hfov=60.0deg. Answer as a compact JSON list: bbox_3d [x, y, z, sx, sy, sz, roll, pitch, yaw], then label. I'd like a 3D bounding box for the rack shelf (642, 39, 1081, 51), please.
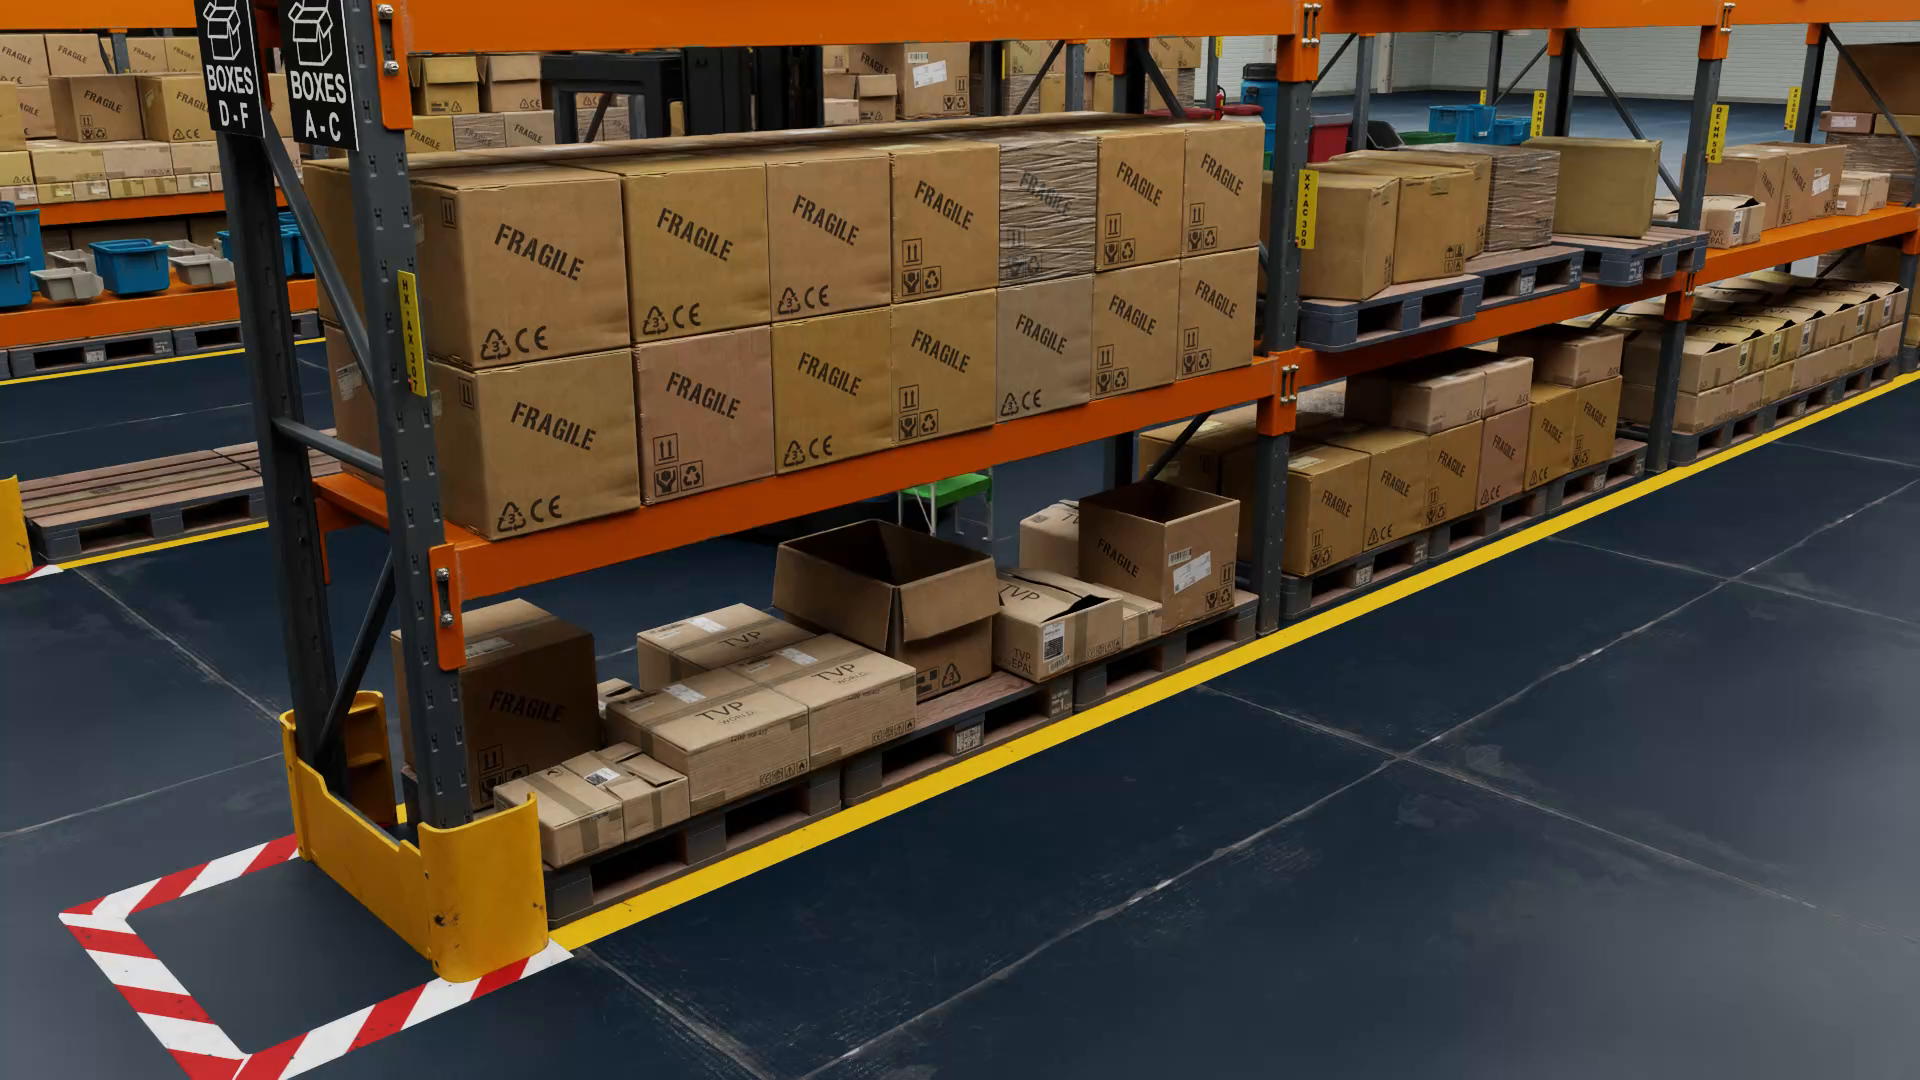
[{"bbox_3d":[-0.866,-3.722,11.905,4.000,0.370,1.077,-16,24,-41],"label":"rack shelf"}]

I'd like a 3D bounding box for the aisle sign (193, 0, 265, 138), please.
[{"bbox_3d":[-2.085,-1.546,4.676,0.004,0.787,0.394,-16,24,-41],"label":"aisle sign"}]

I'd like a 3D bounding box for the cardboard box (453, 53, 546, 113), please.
[{"bbox_3d":[-4.316,-4.264,15.484,0.637,0.503,0.797,-15,23,-39],"label":"cardboard box"}]

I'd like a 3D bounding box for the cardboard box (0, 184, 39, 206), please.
[{"bbox_3d":[-7.211,-2.631,12.644,0.250,0.149,0.380,-17,24,-41],"label":"cardboard box"}]

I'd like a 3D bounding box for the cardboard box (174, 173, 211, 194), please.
[{"bbox_3d":[-6.279,-2.903,13.482,0.250,0.149,0.380,-16,24,-40],"label":"cardboard box"}]

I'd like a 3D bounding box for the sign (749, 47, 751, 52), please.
[{"bbox_3d":[-2.863,-6.546,22.561,0.005,0.325,0.100,-16,24,-41],"label":"sign"}]

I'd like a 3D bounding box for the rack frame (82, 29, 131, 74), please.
[{"bbox_3d":[-9.056,-4.457,17.867,0.127,3.000,1.000,-16,24,-41],"label":"rack frame"}]

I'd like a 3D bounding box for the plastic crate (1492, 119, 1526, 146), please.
[{"bbox_3d":[5.767,-4.377,17.861,0.408,0.251,0.499,-16,24,-41],"label":"plastic crate"}]

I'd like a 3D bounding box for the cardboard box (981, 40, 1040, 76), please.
[{"bbox_3d":[0.593,-5.722,19.504,0.500,0.500,0.500,-16,24,-41],"label":"cardboard box"}]

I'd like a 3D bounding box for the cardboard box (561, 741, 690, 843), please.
[{"bbox_3d":[-1.103,0.818,5.478,0.250,0.166,0.380,-16,24,-41],"label":"cardboard box"}]

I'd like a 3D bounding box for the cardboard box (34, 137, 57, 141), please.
[{"bbox_3d":[-9.450,-4.102,17.181,0.250,0.149,0.380,-15,23,-39],"label":"cardboard box"}]

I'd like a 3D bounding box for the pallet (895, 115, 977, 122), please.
[{"bbox_3d":[-0.564,-4.799,19.232,1.213,0.211,1.003,-16,24,-41],"label":"pallet"}]

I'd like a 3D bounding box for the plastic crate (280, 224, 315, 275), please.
[{"bbox_3d":[-3.645,-1.636,9.343,0.300,0.233,0.416,-16,24,-41],"label":"plastic crate"}]

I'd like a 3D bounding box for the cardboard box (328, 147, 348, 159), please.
[{"bbox_3d":[-5.216,-3.413,14.486,0.500,0.500,0.500,-16,24,-41],"label":"cardboard box"}]

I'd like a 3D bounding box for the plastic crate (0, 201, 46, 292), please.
[{"bbox_3d":[-5.110,-1.525,8.669,0.499,0.435,0.616,-16,24,-41],"label":"plastic crate"}]

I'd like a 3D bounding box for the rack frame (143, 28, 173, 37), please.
[{"bbox_3d":[-13.037,-7.504,27.266,0.127,3.000,1.000,-16,24,-41],"label":"rack frame"}]

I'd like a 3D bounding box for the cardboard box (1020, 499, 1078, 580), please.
[{"bbox_3d":[0.628,0.007,7.746,0.500,0.311,0.500,-16,24,-41],"label":"cardboard box"}]

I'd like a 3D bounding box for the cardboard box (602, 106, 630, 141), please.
[{"bbox_3d":[-3.370,-3.955,16.156,0.500,0.500,0.500,-17,24,-41],"label":"cardboard box"}]

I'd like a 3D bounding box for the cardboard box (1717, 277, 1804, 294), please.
[{"bbox_3d":[6.056,-1.820,12.603,0.500,0.311,0.500,-17,24,-41],"label":"cardboard box"}]

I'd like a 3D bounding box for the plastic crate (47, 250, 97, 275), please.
[{"bbox_3d":[-4.757,-1.483,9.025,0.243,0.136,0.396,-16,24,-41],"label":"plastic crate"}]

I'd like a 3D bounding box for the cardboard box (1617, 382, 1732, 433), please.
[{"bbox_3d":[4.570,-0.888,10.636,0.500,0.250,0.500,-16,24,-41],"label":"cardboard box"}]

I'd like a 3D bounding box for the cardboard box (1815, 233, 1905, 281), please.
[{"bbox_3d":[7.453,-2.297,13.769,0.500,0.500,0.500,-16,24,-41],"label":"cardboard box"}]

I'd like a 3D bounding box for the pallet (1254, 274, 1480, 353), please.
[{"bbox_3d":[1.737,-1.157,8.000,1.213,0.211,1.003,-16,24,-41],"label":"pallet"}]

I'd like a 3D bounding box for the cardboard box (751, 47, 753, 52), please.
[{"bbox_3d":[-2.952,-6.808,23.124,0.550,0.550,0.875,-16,24,-41],"label":"cardboard box"}]

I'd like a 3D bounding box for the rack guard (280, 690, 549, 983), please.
[{"bbox_3d":[-1.770,0.917,5.345,0.348,0.500,1.175,-16,24,-41],"label":"rack guard"}]

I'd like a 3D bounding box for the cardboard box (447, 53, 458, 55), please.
[{"bbox_3d":[-7.634,-7.266,25.207,0.500,0.500,0.500,-15,23,-39],"label":"cardboard box"}]

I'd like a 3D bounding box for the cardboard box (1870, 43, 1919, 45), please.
[{"bbox_3d":[7.579,-3.666,13.162,0.500,0.500,0.700,-16,24,-41],"label":"cardboard box"}]

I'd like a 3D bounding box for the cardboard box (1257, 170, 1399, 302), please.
[{"bbox_3d":[1.579,-1.401,7.598,0.700,0.500,0.500,9,20,26],"label":"cardboard box"}]

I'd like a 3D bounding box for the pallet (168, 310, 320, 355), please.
[{"bbox_3d":[-6.328,-1.854,14.360,1.213,0.211,1.003,-16,24,-41],"label":"pallet"}]

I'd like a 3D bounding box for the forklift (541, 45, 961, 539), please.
[{"bbox_3d":[-1.552,-1.623,9.239,3.031,2.935,1.130,8,20,24],"label":"forklift"}]

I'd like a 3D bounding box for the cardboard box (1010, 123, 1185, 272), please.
[{"bbox_3d":[0.522,-1.352,6.508,0.500,0.500,0.500,-17,24,-42],"label":"cardboard box"}]

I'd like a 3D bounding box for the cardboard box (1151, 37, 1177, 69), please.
[{"bbox_3d":[2.408,-6.252,21.139,0.500,0.500,0.500,-16,24,-41],"label":"cardboard box"}]

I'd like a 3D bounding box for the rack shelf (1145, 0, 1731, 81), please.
[{"bbox_3d":[2.535,-2.612,8.479,4.000,0.370,1.077,-16,24,-41],"label":"rack shelf"}]

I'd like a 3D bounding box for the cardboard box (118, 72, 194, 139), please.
[{"bbox_3d":[-6.609,-3.604,13.782,0.500,0.500,0.500,-16,24,-41],"label":"cardboard box"}]

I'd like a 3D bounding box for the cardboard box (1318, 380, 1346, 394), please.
[{"bbox_3d":[2.341,-0.609,9.340,0.500,0.500,0.500,17,25,42],"label":"cardboard box"}]

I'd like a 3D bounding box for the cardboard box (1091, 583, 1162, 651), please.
[{"bbox_3d":[0.631,0.321,7.040,0.250,0.149,0.380,-16,24,-41],"label":"cardboard box"}]

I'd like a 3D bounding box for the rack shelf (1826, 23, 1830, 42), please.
[{"bbox_3d":[8.348,-4.307,13.707,4.000,0.370,1.077,-16,24,-41],"label":"rack shelf"}]

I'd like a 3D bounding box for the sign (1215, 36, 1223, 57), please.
[{"bbox_3d":[3.364,-6.439,21.592,0.005,0.325,0.100,-16,24,-41],"label":"sign"}]

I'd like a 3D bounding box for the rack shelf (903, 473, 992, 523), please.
[{"bbox_3d":[-0.074,-0.241,8.767,0.258,0.148,0.480,13,22,35],"label":"rack shelf"}]

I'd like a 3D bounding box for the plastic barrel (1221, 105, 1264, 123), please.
[{"bbox_3d":[2.648,-3.820,15.684,0.433,0.535,0.433,0,18,0],"label":"plastic barrel"}]

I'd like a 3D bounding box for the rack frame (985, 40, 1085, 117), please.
[{"bbox_3d":[0.588,-3.062,13.564,0.127,3.000,1.000,-16,24,-41],"label":"rack frame"}]

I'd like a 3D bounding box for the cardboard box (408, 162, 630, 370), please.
[{"bbox_3d":[-1.321,-0.814,4.847,0.500,0.500,0.500,-15,23,-39],"label":"cardboard box"}]

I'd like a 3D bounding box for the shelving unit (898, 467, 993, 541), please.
[{"bbox_3d":[-0.074,-0.530,8.673,0.258,1.200,0.503,13,22,35],"label":"shelving unit"}]

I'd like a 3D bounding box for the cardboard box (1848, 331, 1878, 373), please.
[{"bbox_3d":[6.424,-1.430,12.311,0.500,0.250,0.500,-17,24,-42],"label":"cardboard box"}]

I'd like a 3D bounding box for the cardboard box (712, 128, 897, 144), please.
[{"bbox_3d":[-0.577,-1.262,6.229,0.500,0.500,0.500,-15,23,-39],"label":"cardboard box"}]

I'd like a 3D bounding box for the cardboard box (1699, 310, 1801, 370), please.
[{"bbox_3d":[5.318,-1.375,11.231,0.500,0.311,0.500,-17,25,-42],"label":"cardboard box"}]

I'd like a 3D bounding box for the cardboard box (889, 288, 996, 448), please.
[{"bbox_3d":[-0.219,-0.660,5.994,0.500,0.500,0.500,-16,24,-40],"label":"cardboard box"}]

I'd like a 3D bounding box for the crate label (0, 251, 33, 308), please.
[{"bbox_3d":[-4.820,-1.294,8.286,0.303,0.233,0.416,-16,24,-41],"label":"crate label"}]

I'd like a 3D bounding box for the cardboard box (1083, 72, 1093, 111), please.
[{"bbox_3d":[1.142,-5.516,20.491,0.500,0.500,0.875,-16,24,-41],"label":"cardboard box"}]

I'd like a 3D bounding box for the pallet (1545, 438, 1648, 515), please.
[{"bbox_3d":[3.420,-0.475,10.106,1.213,0.211,1.003,-16,24,-41],"label":"pallet"}]

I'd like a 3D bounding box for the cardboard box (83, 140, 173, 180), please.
[{"bbox_3d":[-6.607,-3.023,13.207,0.500,0.250,0.500,-16,24,-40],"label":"cardboard box"}]

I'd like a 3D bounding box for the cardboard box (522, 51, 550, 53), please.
[{"bbox_3d":[-5.450,-6.028,20.930,0.500,0.500,0.700,-17,24,-42],"label":"cardboard box"}]

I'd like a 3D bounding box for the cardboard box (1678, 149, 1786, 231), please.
[{"bbox_3d":[5.196,-2.357,11.230,0.500,0.500,0.500,16,24,41],"label":"cardboard box"}]

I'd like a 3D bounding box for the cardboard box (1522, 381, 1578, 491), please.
[{"bbox_3d":[3.093,-0.611,9.344,0.500,0.500,0.500,17,24,42],"label":"cardboard box"}]

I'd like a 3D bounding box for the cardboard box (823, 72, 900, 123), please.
[{"bbox_3d":[-1.105,-4.880,18.324,0.637,0.503,0.797,-13,22,-35],"label":"cardboard box"}]

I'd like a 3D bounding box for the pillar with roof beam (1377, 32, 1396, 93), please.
[{"bbox_3d":[16.407,-17.500,48.368,0.400,9.000,9.100,-16,24,-41],"label":"pillar with roof beam"}]

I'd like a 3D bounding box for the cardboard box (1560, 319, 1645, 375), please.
[{"bbox_3d":[4.199,-1.275,10.923,0.500,0.311,0.500,-15,24,-39],"label":"cardboard box"}]
